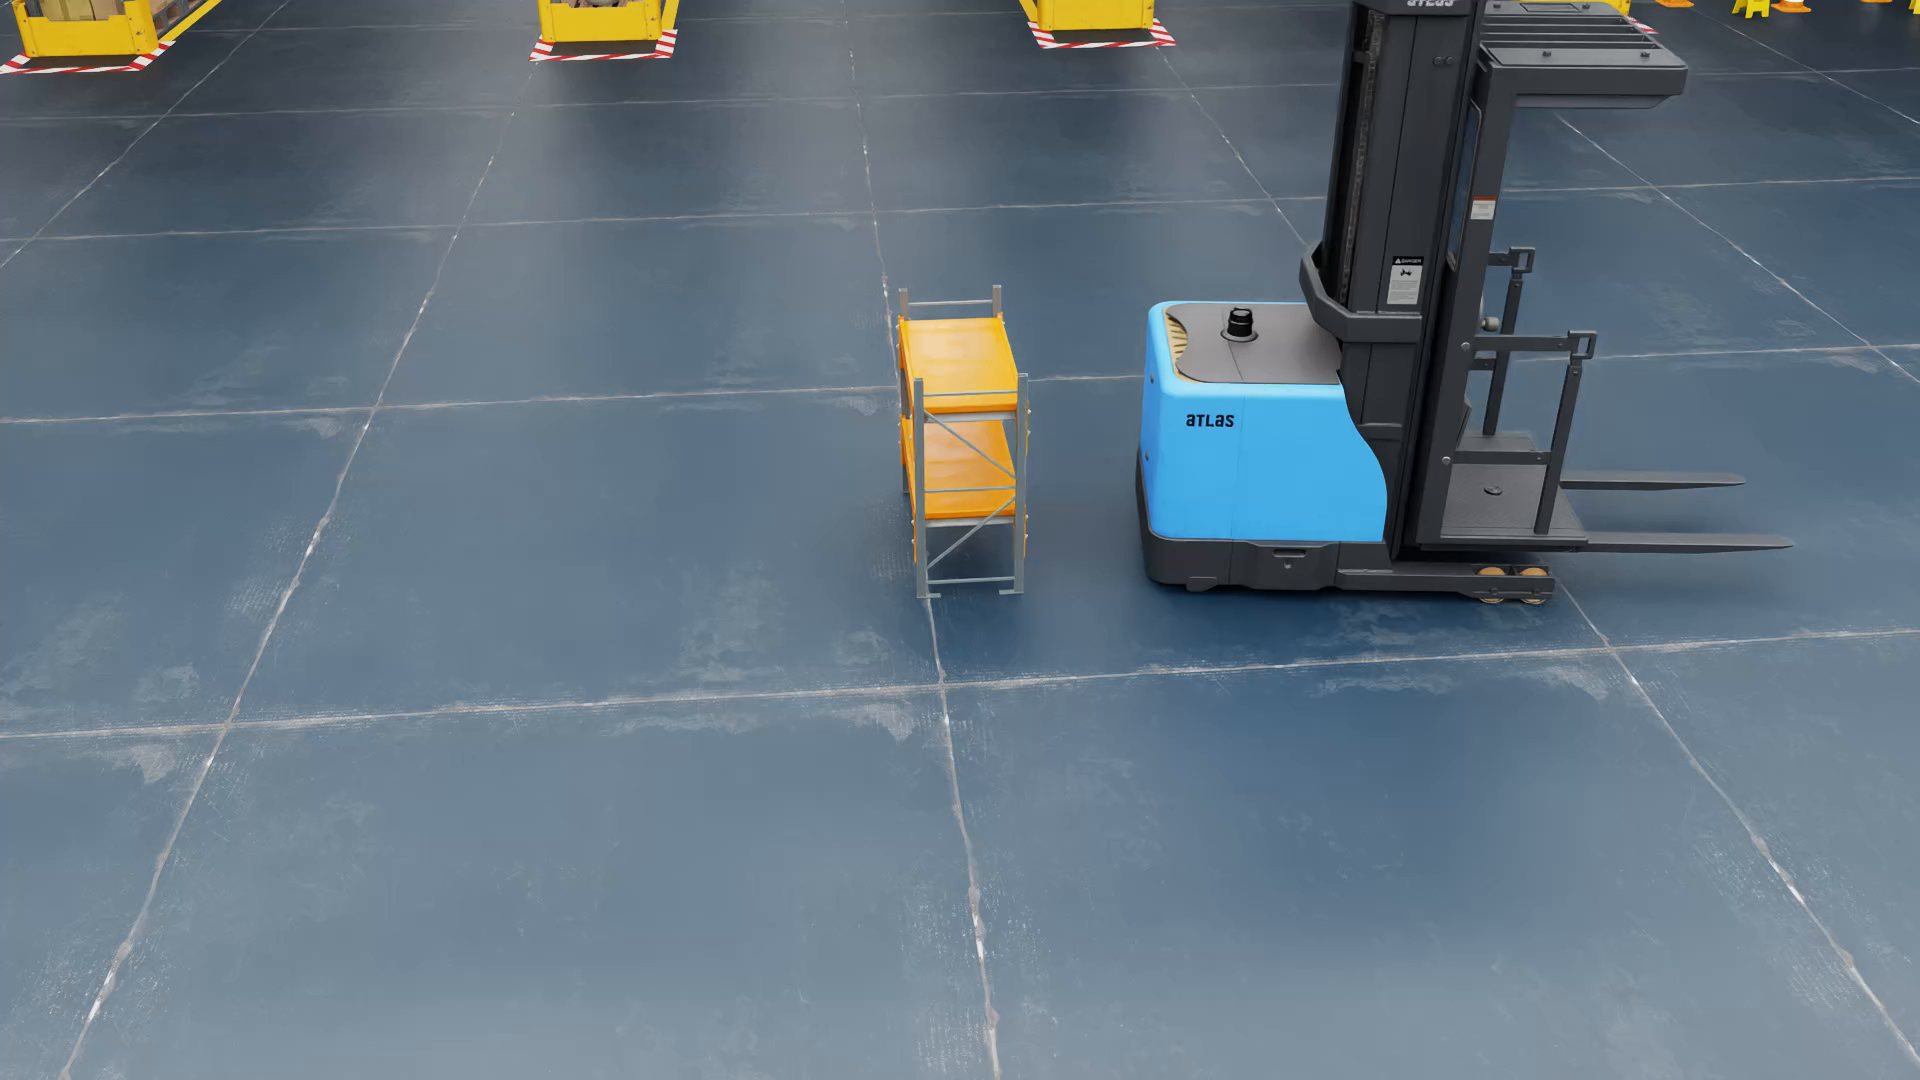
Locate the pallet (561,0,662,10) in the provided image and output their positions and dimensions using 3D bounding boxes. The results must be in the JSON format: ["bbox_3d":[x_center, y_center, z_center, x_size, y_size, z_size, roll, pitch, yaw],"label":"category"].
[{"bbox_3d":[-3.662,-5.568,17.367,1.003,0.211,1.213,-3,31,-5],"label":"pallet"}]

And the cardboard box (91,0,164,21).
[{"bbox_3d":[-8.298,-5.363,16.575,0.500,0.250,0.500,-3,31,-5],"label":"cardboard box"}]

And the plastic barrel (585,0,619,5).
[{"bbox_3d":[-3.675,-5.759,16.982,0.421,0.512,0.421,0,31,0],"label":"plastic barrel"}]

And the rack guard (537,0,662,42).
[{"bbox_3d":[-3.591,-5.277,16.598,1.175,0.500,0.348,-3,31,-5],"label":"rack guard"}]

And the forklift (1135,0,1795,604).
[{"bbox_3d":[2.405,-1.238,7.465,3.031,2.935,1.130,1,31,2],"label":"forklift"}]

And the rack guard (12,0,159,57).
[{"bbox_3d":[-8.467,-4.993,16.122,1.175,0.500,0.348,-3,31,-5],"label":"rack guard"}]

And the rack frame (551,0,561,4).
[{"bbox_3d":[-3.537,-6.314,15.896,1.000,3.000,0.127,-3,31,-5],"label":"rack frame"}]

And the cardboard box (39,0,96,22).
[{"bbox_3d":[-8.814,-5.338,16.534,0.500,0.250,0.500,-3,31,-5],"label":"cardboard box"}]

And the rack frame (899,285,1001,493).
[{"bbox_3d":[-0.048,-0.746,8.402,0.500,1.125,0.032,-3,31,-5],"label":"rack frame"}]

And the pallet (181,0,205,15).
[{"bbox_3d":[-8.693,-5.891,17.907,1.003,0.211,1.213,-3,31,-5],"label":"pallet"}]

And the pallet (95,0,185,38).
[{"bbox_3d":[-8.583,-5.270,16.867,1.003,0.211,1.213,-3,31,-5],"label":"pallet"}]

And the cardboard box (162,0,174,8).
[{"bbox_3d":[-8.348,-5.618,17.002,0.500,0.250,0.500,-3,31,-5],"label":"cardboard box"}]

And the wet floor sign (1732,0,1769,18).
[{"bbox_3d":[8.316,-5.807,17.342,0.267,0.644,0.232,-8,32,-13],"label":"wet floor sign"}]

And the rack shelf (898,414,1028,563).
[{"bbox_3d":[-0.001,-0.276,8.093,0.538,0.278,1.000,-3,31,-5],"label":"rack shelf"}]

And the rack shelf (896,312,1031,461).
[{"bbox_3d":[-0.001,-0.738,7.817,0.538,0.278,1.000,-3,31,-5],"label":"rack shelf"}]

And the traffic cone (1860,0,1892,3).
[{"bbox_3d":[9.936,-6.095,18.003,0.336,0.463,0.334,-3,31,-5],"label":"traffic cone"}]

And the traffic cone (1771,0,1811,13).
[{"bbox_3d":[8.863,-5.868,17.623,0.336,0.463,0.334,-3,31,-5],"label":"traffic cone"}]

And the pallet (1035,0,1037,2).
[{"bbox_3d":[1.346,-5.809,17.770,1.003,0.211,1.213,-3,31,-5],"label":"pallet"}]

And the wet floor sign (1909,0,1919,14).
[{"bbox_3d":[10.213,-5.867,17.443,0.267,0.644,0.232,8,32,13],"label":"wet floor sign"}]

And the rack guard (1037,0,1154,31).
[{"bbox_3d":[1.387,-5.517,16.999,1.175,0.500,0.348,-3,31,-5],"label":"rack guard"}]

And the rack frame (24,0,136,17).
[{"bbox_3d":[-8.469,-6.079,15.502,1.000,3.000,0.127,-3,31,-5],"label":"rack frame"}]

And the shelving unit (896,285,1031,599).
[{"bbox_3d":[-0.001,-0.486,7.967,0.538,1.125,1.048,-3,31,-5],"label":"shelving unit"}]

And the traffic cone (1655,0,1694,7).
[{"bbox_3d":[7.706,-5.987,17.823,0.336,0.463,0.334,-3,31,-5],"label":"traffic cone"}]

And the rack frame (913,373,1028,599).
[{"bbox_3d":[0.047,-0.227,7.533,0.500,1.125,0.032,-3,31,-5],"label":"rack frame"}]

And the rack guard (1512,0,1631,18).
[{"bbox_3d":[6.344,-5.652,17.225,1.175,0.500,0.348,-3,31,-5],"label":"rack guard"}]
